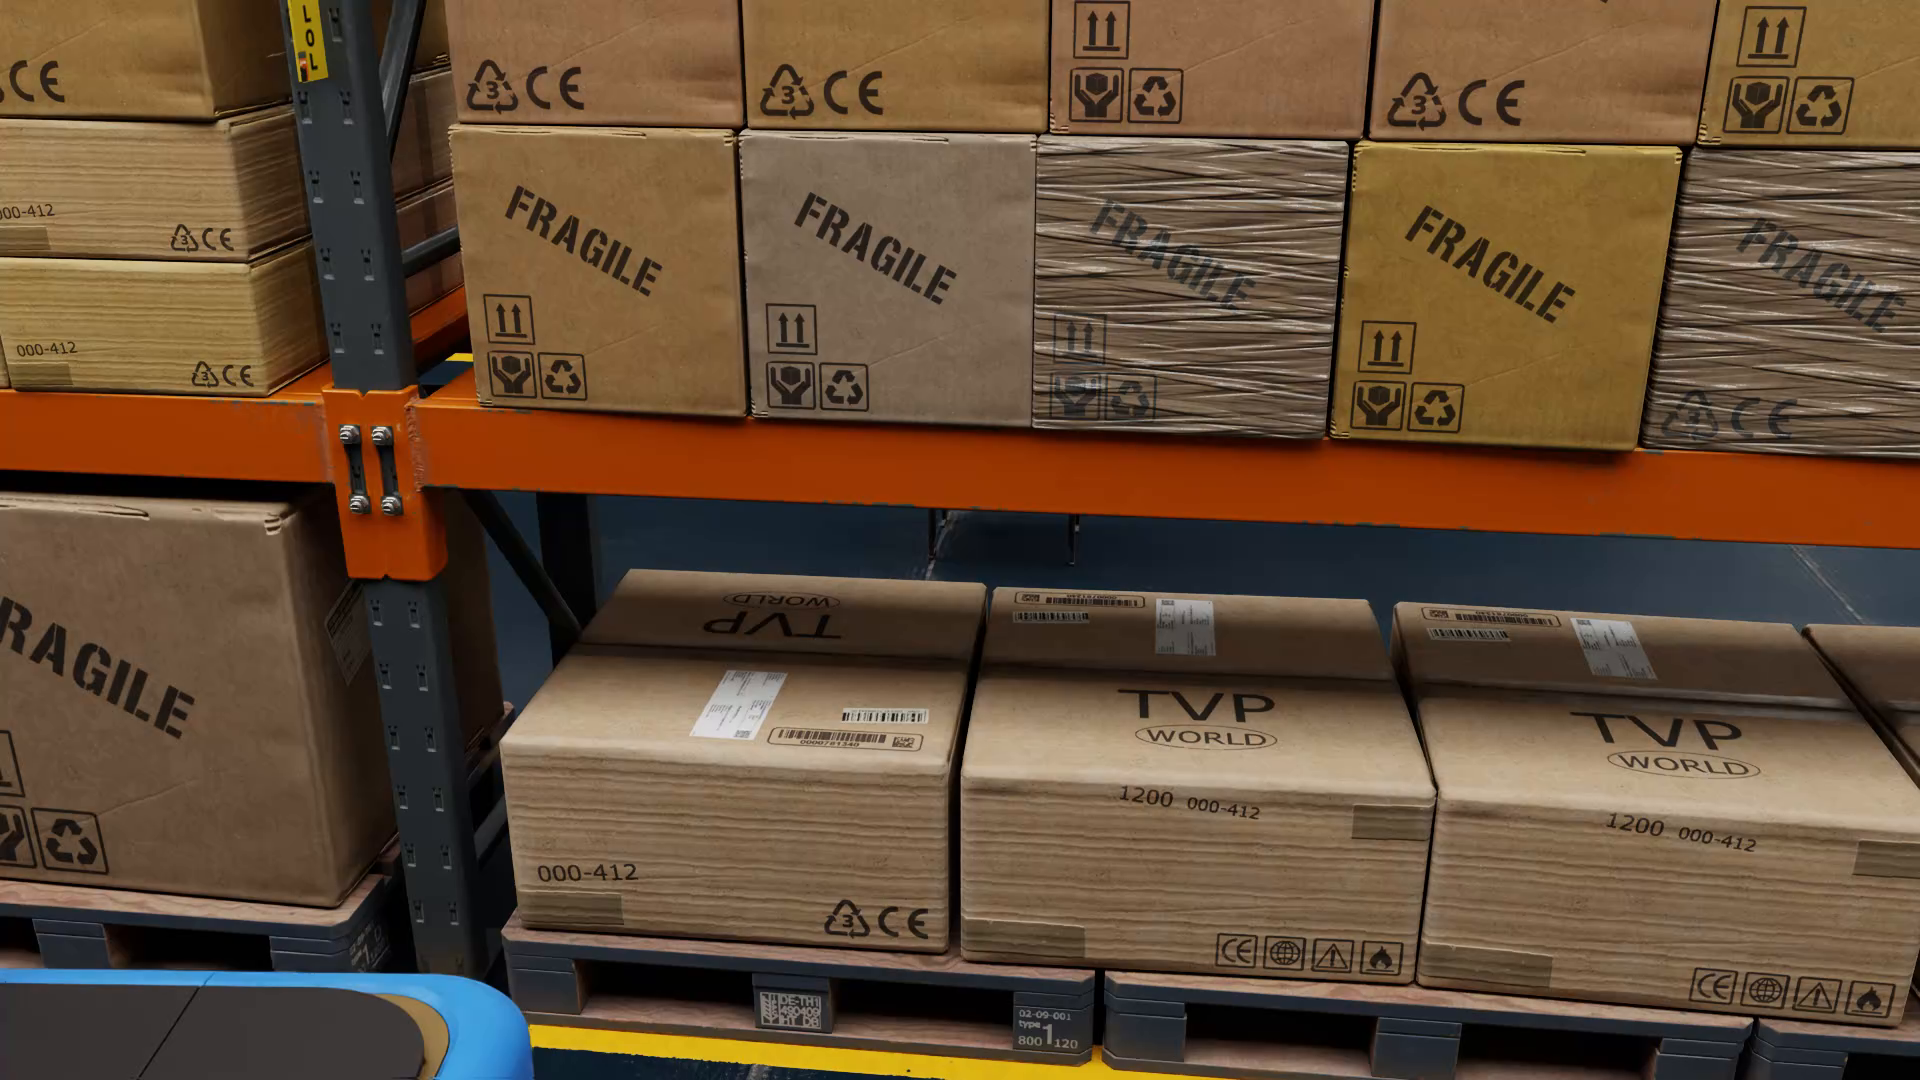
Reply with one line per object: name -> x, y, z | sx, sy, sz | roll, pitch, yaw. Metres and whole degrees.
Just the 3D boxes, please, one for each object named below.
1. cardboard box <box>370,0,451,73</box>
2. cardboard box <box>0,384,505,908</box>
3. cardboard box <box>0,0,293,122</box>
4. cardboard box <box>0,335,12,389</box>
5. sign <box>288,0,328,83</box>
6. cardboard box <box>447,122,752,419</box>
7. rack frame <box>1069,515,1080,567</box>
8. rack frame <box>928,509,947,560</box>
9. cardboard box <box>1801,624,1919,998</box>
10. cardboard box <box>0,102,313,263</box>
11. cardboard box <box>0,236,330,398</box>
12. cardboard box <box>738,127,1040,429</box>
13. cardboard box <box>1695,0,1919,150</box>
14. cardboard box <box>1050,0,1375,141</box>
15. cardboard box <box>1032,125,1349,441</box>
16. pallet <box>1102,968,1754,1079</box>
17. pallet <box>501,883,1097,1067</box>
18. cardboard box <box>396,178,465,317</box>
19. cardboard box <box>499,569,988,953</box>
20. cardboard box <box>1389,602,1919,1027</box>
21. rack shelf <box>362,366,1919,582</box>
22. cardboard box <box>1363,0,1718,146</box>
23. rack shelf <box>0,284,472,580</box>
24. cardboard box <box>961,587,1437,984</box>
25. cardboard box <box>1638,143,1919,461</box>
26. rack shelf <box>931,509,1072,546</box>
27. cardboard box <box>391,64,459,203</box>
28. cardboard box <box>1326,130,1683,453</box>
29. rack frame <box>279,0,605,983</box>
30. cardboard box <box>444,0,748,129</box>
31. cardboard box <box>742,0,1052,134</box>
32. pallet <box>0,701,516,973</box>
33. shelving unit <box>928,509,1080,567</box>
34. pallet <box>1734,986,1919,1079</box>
cardboard box -> -1.428, -1.254, 3.535 | 0.500, 0.500, 0.500 | 3, 22, 7
cardboard box -> -1.650, 0.177, 3.731 | 0.875, 0.875, 0.875 | 3, 22, 8
cardboard box -> -1.498, -1.057, 3.038 | 0.500, 0.500, 0.500 | 3, 22, 8
cardboard box -> -2.006, -0.498, 3.324 | 0.500, 0.250, 0.500 | 2, 22, 6
sign -> -1.079, -0.921, 2.723 | 0.005, 0.325, 0.100 | 2, 22, 6
cardboard box -> -0.590, -0.549, 3.112 | 0.500, 0.500, 0.500 | 3, 22, 8
rack frame -> 0.407, -0.959, 5.509 | 0.015, 2.100, 0.400 | 2, 22, 6
rack frame -> -0.078, -0.980, 5.562 | 0.015, 2.100, 0.400 | 2, 22, 6
cardboard box -> 2.280, 0.559, 3.359 | 0.875, 0.438, 0.875 | 2, 22, 4
cardboard box -> -1.491, -0.711, 3.183 | 0.500, 0.250, 0.500 | 2, 22, 6
cardboard box -> -1.500, -0.476, 3.267 | 0.500, 0.250, 0.500 | 2, 22, 5
cardboard box -> -0.091, -0.525, 3.053 | 0.500, 0.500, 0.500 | 3, 22, 7
cardboard box -> 1.427, -0.925, 2.703 | 0.500, 0.500, 0.500 | 2, 22, 6
cardboard box -> 0.428, -0.970, 2.818 | 0.500, 0.500, 0.500 | 3, 22, 7
cardboard box -> 0.402, -0.502, 2.993 | 0.500, 0.500, 0.500 | 3, 22, 7
pallet -> 0.936, 0.792, 3.649 | 1.213, 0.211, 1.003 | 2, 22, 6
pallet -> -0.279, 0.740, 3.781 | 1.213, 0.211, 1.003 | 2, 22, 6
cardboard box -> -1.431, -0.664, 3.743 | 0.500, 0.250, 0.500 | 2, 22, 5
cardboard box -> -0.414, 0.444, 3.649 | 0.875, 0.438, 0.875 | 2, 22, 6
cardboard box -> 1.370, 0.523, 3.452 | 0.875, 0.438, 0.875 | 3, 22, 8
rack shelf -> 0.961, -0.197, 3.337 | 4.000, 0.370, 1.077 | 2, 22, 6
cardboard box -> 0.928, -0.947, 2.760 | 0.500, 0.500, 0.500 | 2, 22, 6
rack shelf -> -3.011, -0.370, 3.774 | 4.000, 0.370, 1.077 | 2, 22, 6
cardboard box -> 0.475, 0.483, 3.552 | 0.875, 0.438, 0.875 | 2, 22, 5
cardboard box -> 1.428, -0.462, 2.892 | 0.500, 0.500, 0.500 | 3, 22, 8
rack shelf -> 0.164, -0.306, 5.798 | 0.480, 0.518, 0.431 | 2, 22, 6
cardboard box -> -1.429, -0.903, 3.668 | 0.500, 0.250, 0.500 | 2, 22, 5
cardboard box -> 0.914, -0.479, 2.936 | 0.500, 0.500, 0.500 | 3, 22, 8
rack frame -> -1.025, -0.618, 3.423 | 0.127, 3.000, 1.000 | 2, 22, 6
cardboard box -> -0.581, -1.021, 2.945 | 0.500, 0.500, 0.500 | 3, 22, 7
cardboard box -> -0.080, -0.996, 2.884 | 0.500, 0.500, 0.500 | 2, 22, 6
pallet -> -1.800, 0.673, 3.951 | 1.213, 0.211, 1.003 | 2, 22, 6
shelving unit -> 0.164, -0.969, 5.536 | 0.503, 2.100, 0.431 | 2, 22, 6
pallet -> 2.144, 0.846, 3.513 | 1.213, 0.211, 1.003 | 2, 22, 6
